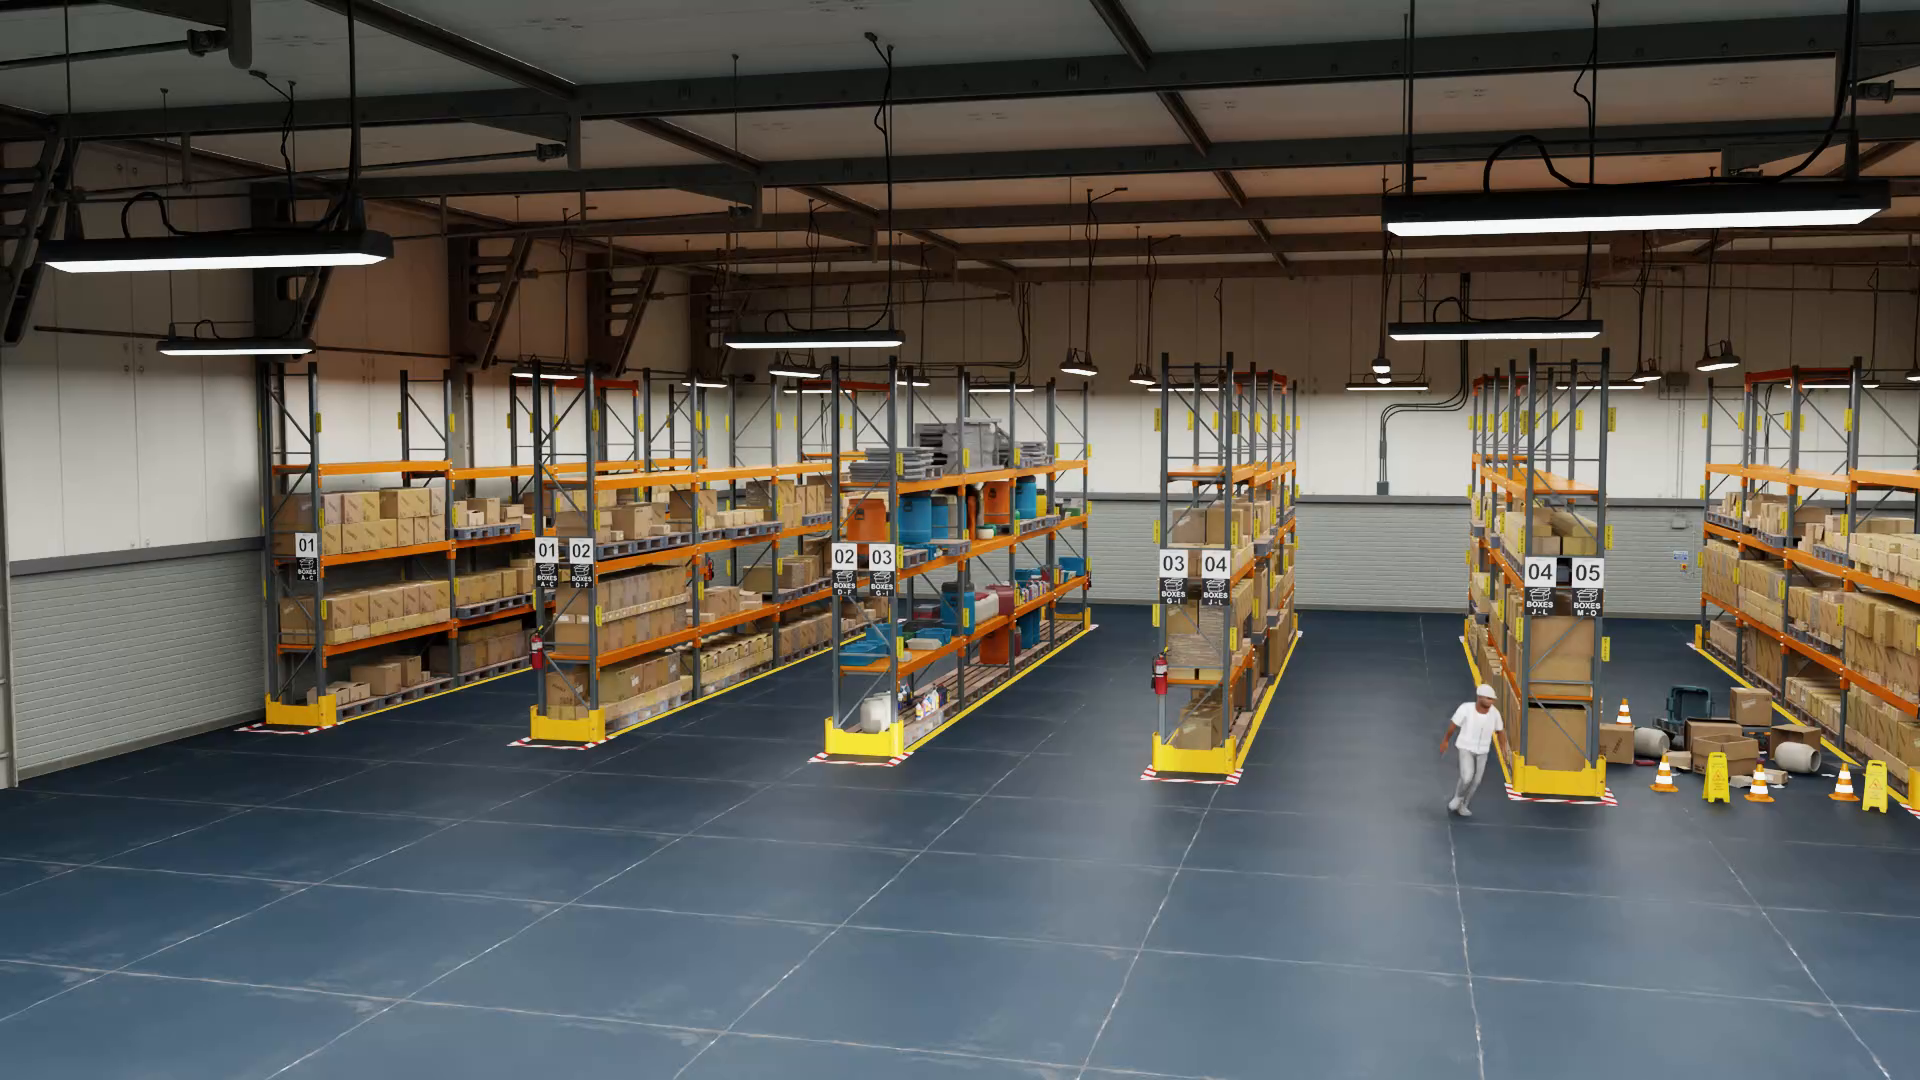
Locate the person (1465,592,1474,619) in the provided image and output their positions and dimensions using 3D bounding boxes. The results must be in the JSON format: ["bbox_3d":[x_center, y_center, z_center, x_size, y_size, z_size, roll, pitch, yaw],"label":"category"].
[{"bbox_3d":[12.236,1.435,39.099,0.710,1.658,0.580,0,4,-4],"label":"person"}]

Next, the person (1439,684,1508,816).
[{"bbox_3d":[6.530,2.662,21.062,0.693,1.719,0.661,-1,4,-11],"label":"person"}]

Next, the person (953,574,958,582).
[{"bbox_3d":[-0.068,1.599,36.580,0.551,1.716,0.670,1,4,19],"label":"person"}]
